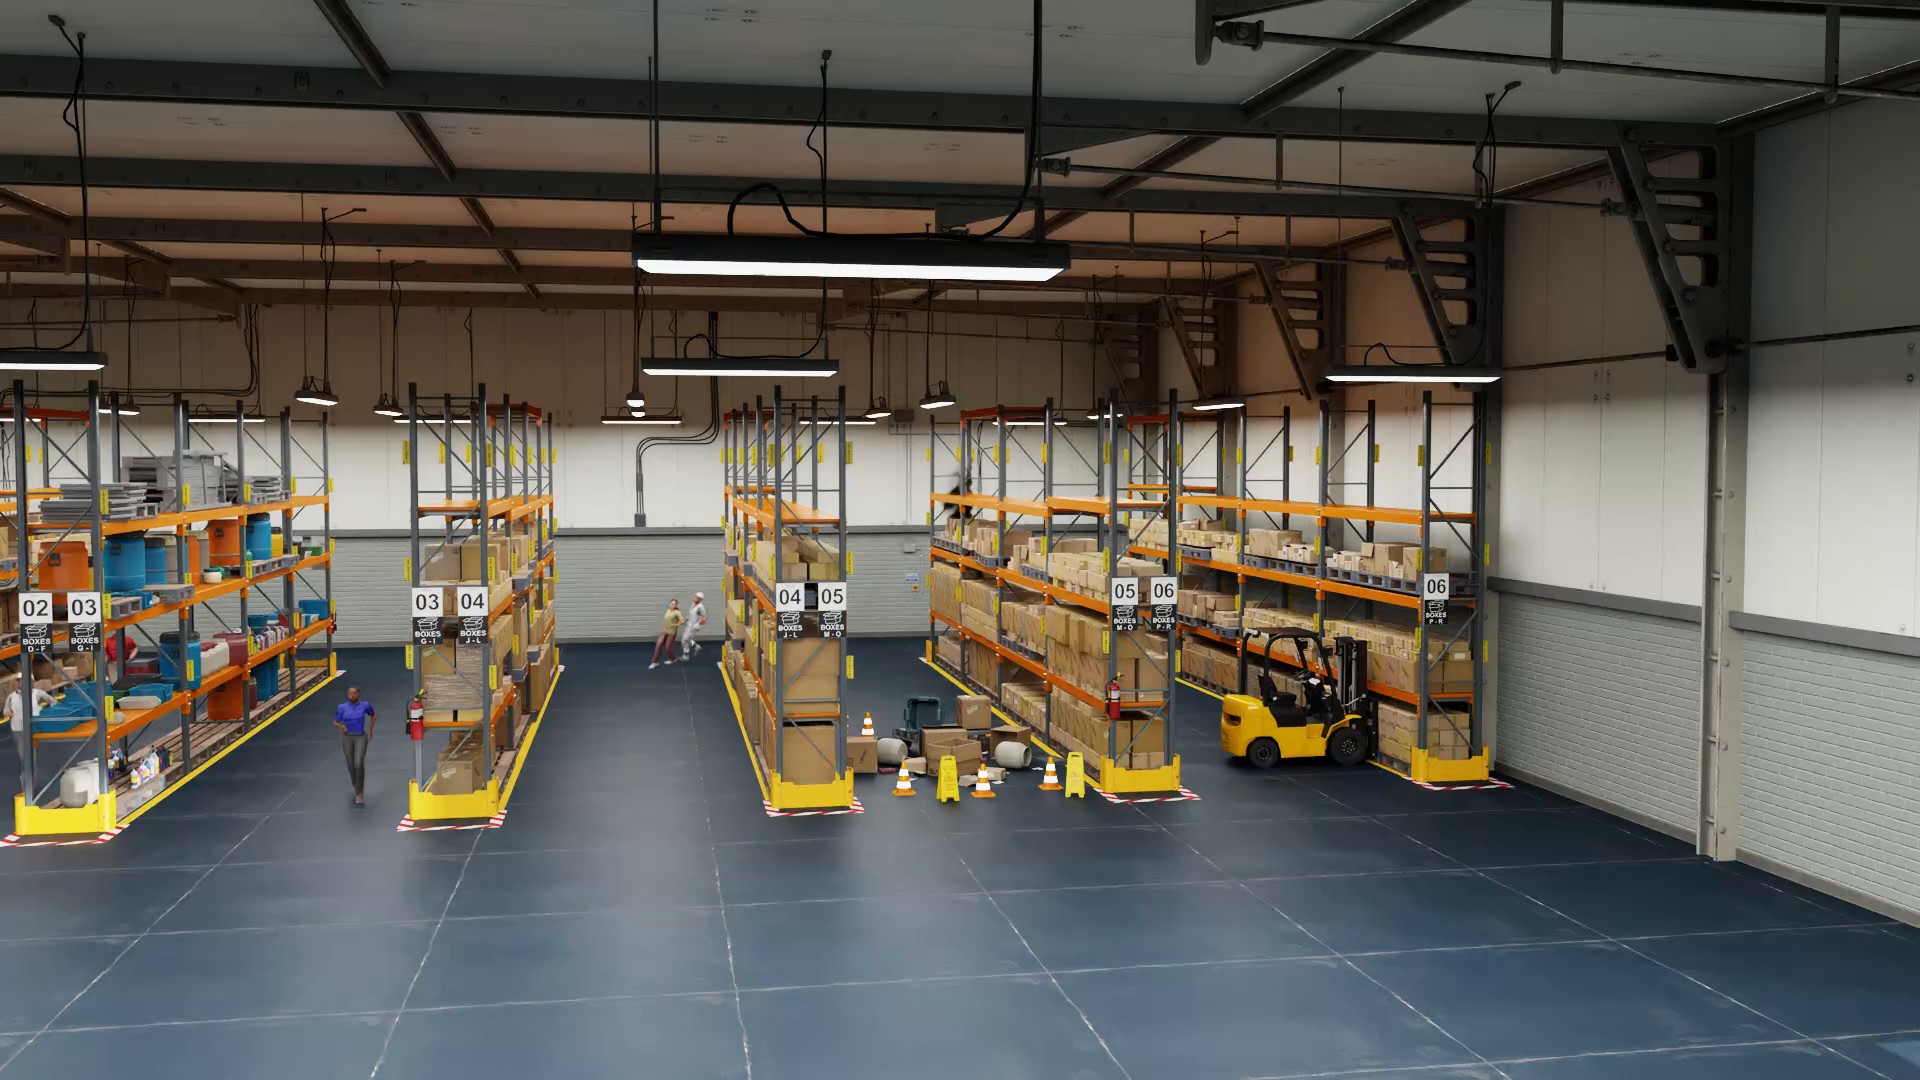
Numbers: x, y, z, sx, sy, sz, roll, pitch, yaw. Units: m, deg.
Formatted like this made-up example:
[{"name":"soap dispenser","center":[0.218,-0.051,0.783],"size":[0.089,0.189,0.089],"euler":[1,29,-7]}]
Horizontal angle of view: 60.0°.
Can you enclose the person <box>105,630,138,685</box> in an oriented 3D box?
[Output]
[{"name":"person","center":[-16.521,2.500,32.649],"size":[0.653,1.679,0.606],"euler":[-1,3,-22]}]

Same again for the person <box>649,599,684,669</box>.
[{"name":"person","center":[-6.851,2.200,39.281],"size":[0.675,1.635,0.850],"euler":[2,3,28]}]

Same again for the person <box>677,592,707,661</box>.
[{"name":"person","center":[-6.499,2.112,40.329],"size":[0.640,1.693,0.720],"euler":[-1,3,-25]}]

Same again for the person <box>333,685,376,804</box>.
[{"name":"person","center":[-8.805,2.962,24.171],"size":[0.561,1.714,0.768],"euler":[0,3,-10]}]

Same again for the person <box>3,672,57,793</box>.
[{"name":"person","center":[-14.018,2.868,24.994],"size":[0.661,1.809,0.822],"euler":[0,3,-6]}]
